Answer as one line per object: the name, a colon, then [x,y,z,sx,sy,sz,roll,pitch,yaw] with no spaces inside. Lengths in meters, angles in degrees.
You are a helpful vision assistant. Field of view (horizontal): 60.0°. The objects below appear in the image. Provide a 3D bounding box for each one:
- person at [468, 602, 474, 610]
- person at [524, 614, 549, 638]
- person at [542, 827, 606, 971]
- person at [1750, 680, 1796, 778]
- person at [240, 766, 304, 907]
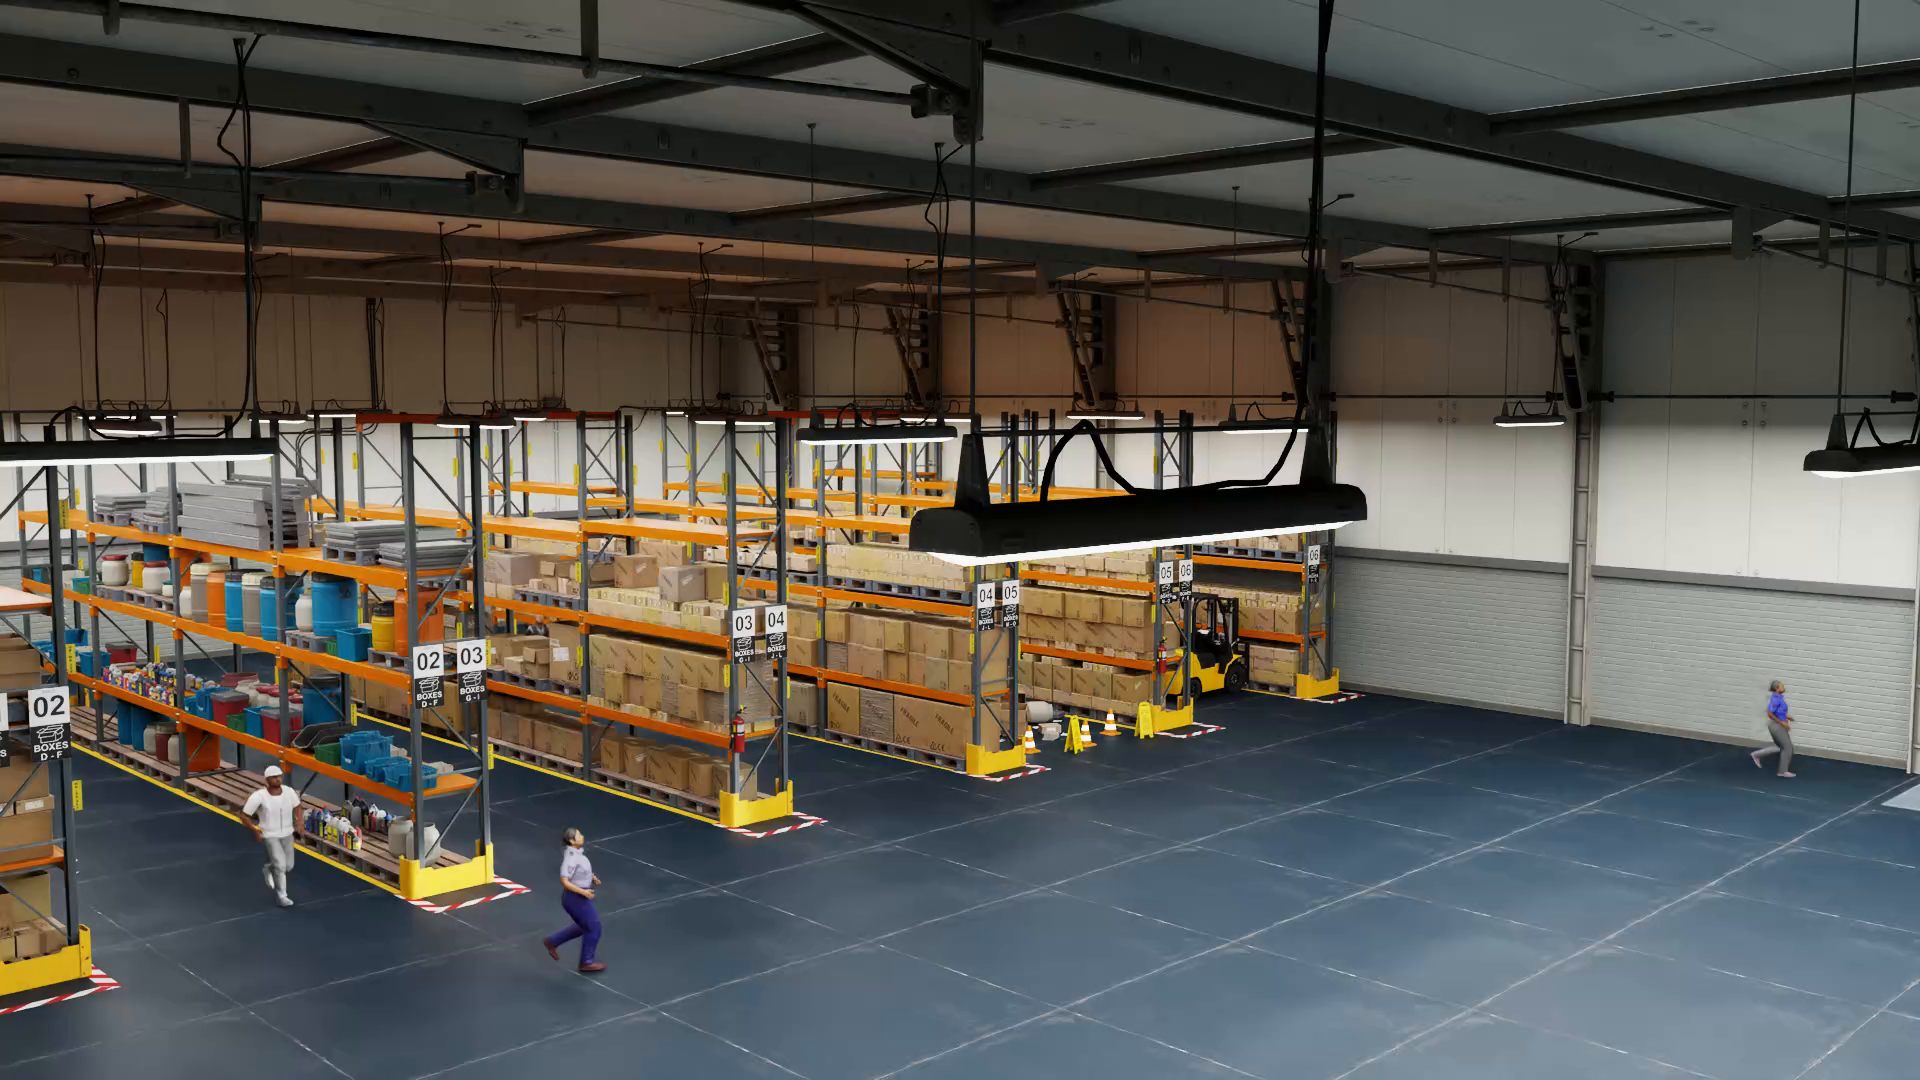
person: [-11.825,2.015,40.017,0.853,1.650,0.676,3,6,31]
person: [-8.925,2.411,35.367,0.652,1.731,0.862,-4,6,-37]
person: [-4.255,3.946,18.271,0.687,1.599,0.613,-1,5,-14]
person: [13.560,3.127,27.640,0.671,1.608,0.581,2,5,25]
person: [-8.552,3.665,20.729,0.795,1.734,0.739,4,6,39]
